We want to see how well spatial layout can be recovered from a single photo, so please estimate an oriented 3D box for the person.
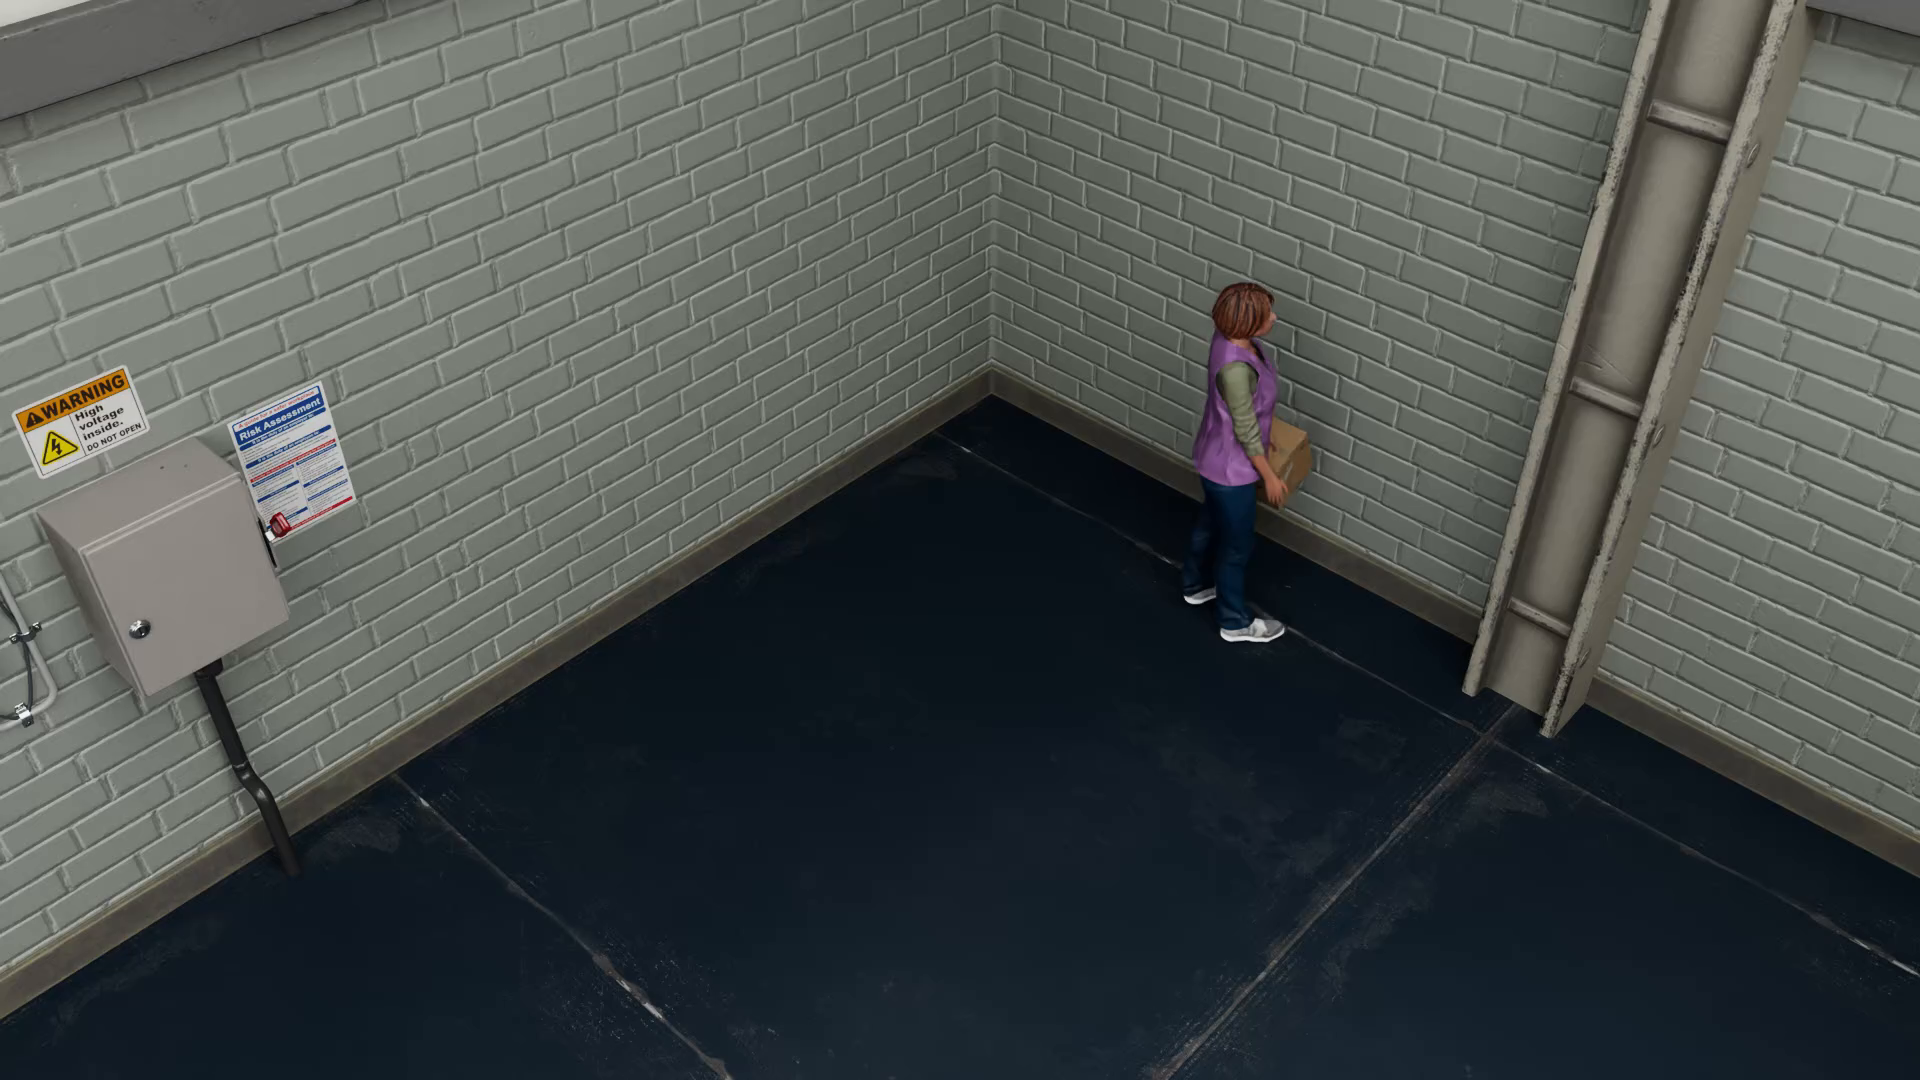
[{"bbox_3d":[1.134,-0.301,6.501,0.450,1.598,0.438,4,40,5],"label":"person"}]
